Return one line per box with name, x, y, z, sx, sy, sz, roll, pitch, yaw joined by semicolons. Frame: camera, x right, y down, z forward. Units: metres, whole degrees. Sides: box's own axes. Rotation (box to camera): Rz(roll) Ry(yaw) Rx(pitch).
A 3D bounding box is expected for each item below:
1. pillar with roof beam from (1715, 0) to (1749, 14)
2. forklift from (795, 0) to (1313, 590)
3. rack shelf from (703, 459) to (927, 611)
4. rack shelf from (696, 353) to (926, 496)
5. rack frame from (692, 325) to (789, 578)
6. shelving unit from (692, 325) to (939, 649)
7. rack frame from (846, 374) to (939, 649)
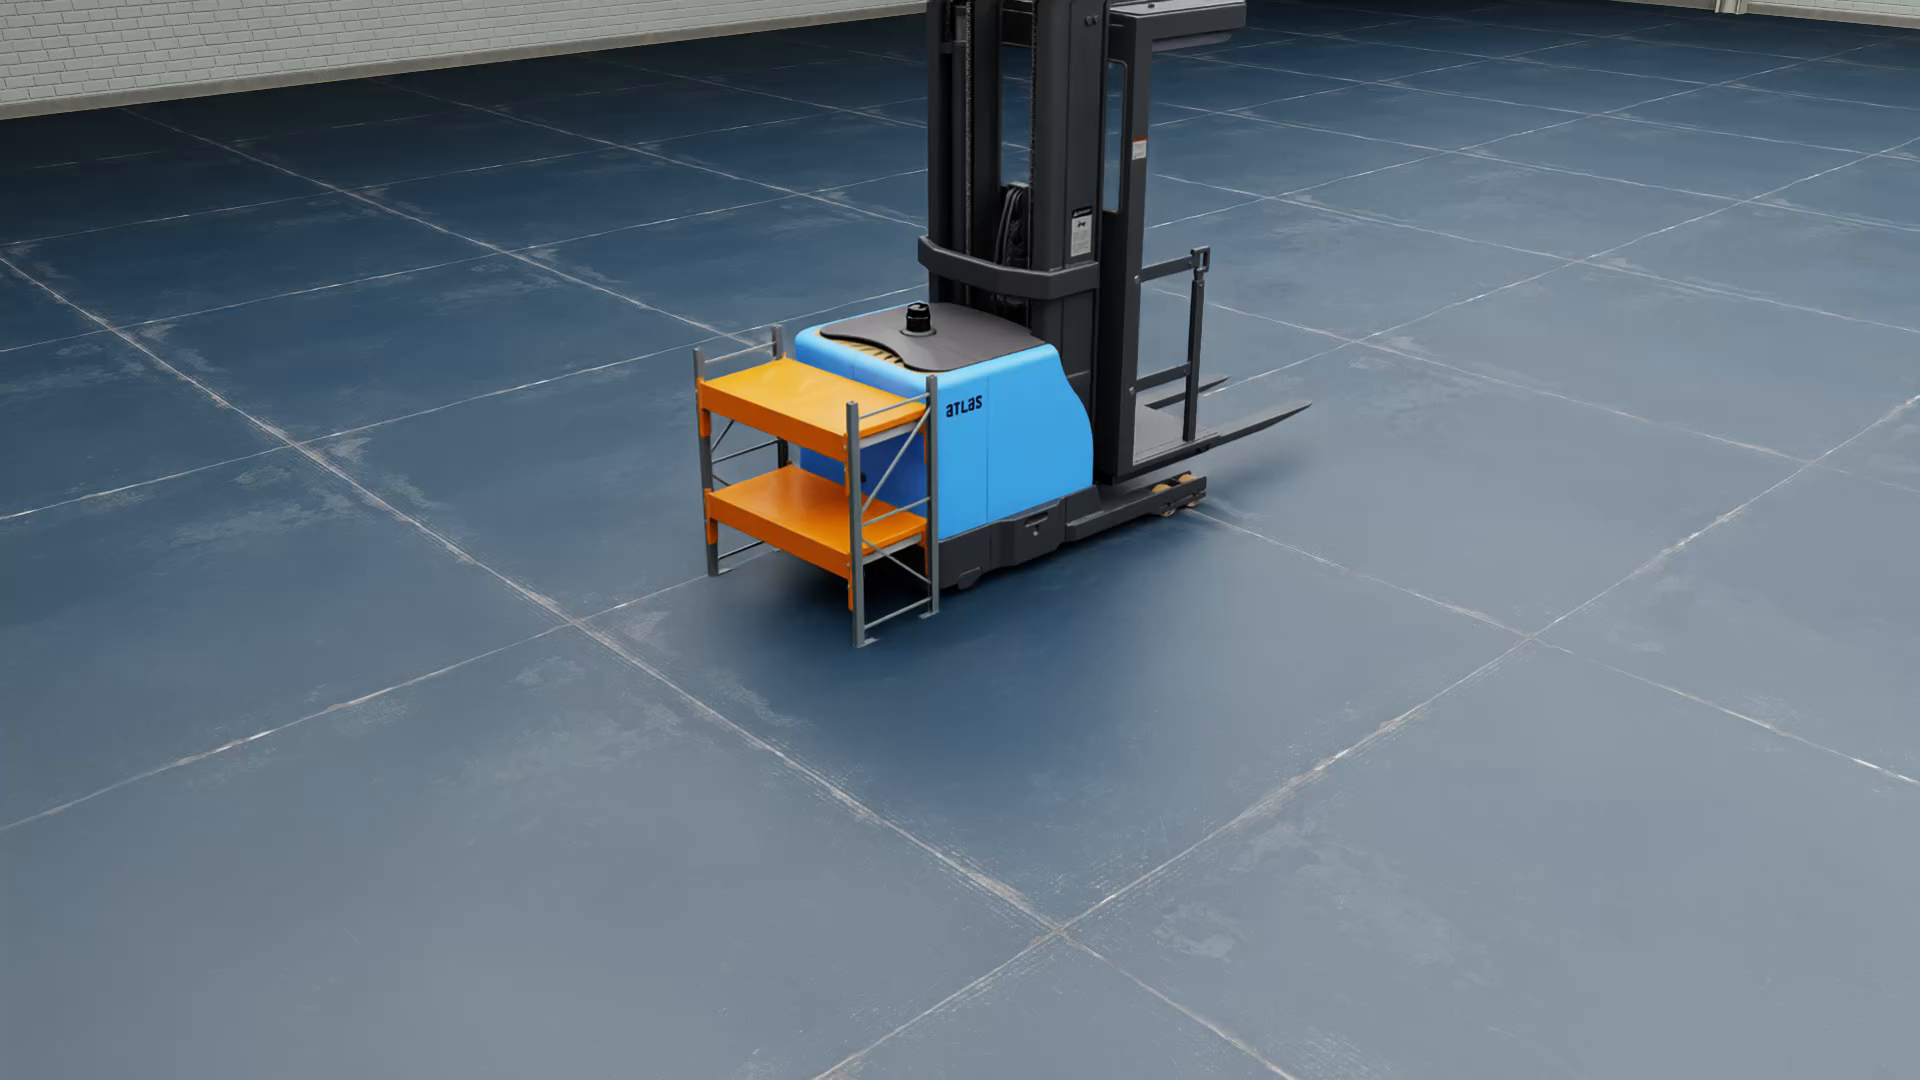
pillar with roof beam;9.410;-11.464;22.538;9.100;9.000;0.400;-21;32;-38
forklift;0.644;-1.598;8.222;3.031;2.935;1.130;-20;31;-37
rack shelf;-0.644;-0.041;7.574;1.000;0.278;0.538;22;32;39
rack shelf;-0.644;-0.530;7.351;1.000;0.278;0.538;22;32;39
rack frame;-1.008;-0.411;7.796;0.032;1.125;0.500;22;32;39
shelving unit;-0.644;-0.264;7.473;1.048;1.125;0.538;22;32;39
rack frame;-0.280;-0.117;7.150;0.032;1.125;0.500;22;32;39
